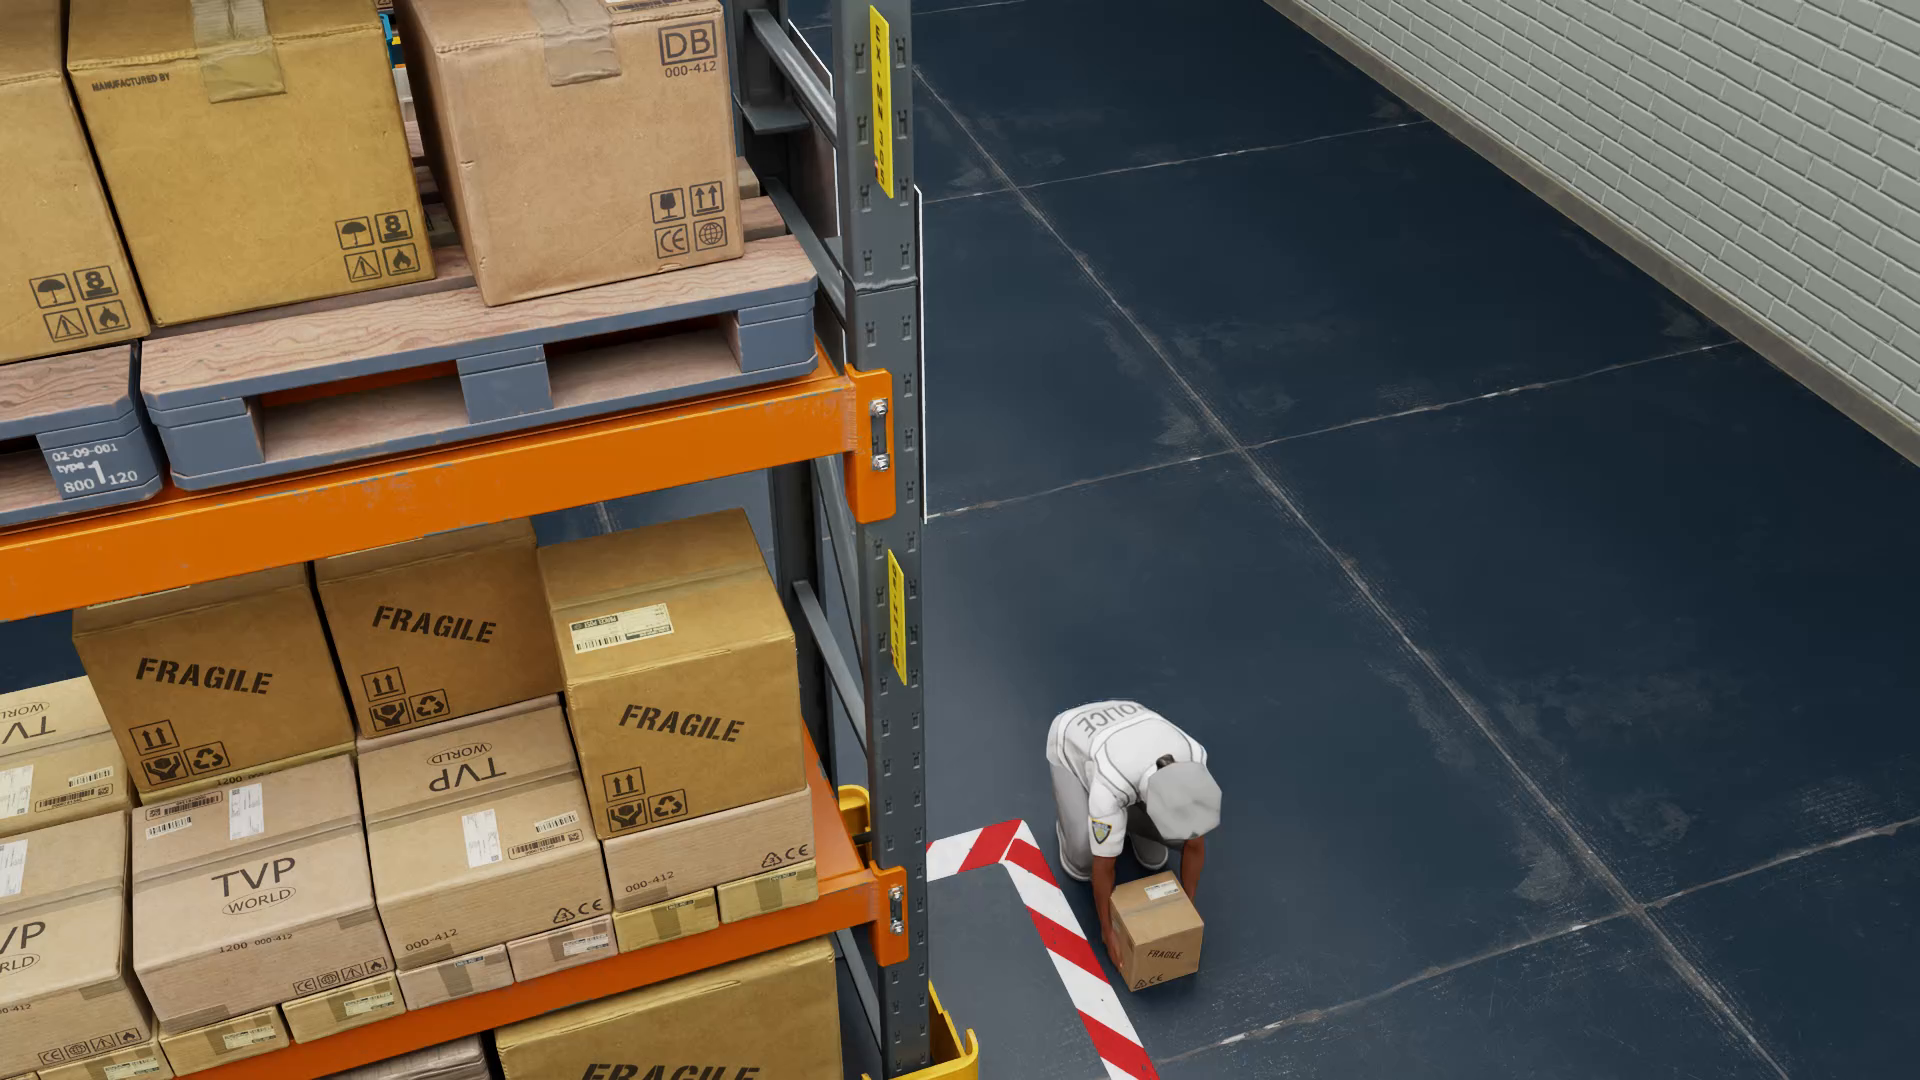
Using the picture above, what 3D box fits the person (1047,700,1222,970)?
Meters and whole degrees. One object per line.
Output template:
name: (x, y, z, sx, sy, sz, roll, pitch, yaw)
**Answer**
person: (0.583, 0.891, 5.696, 0.480, 0.843, 0.870, -8, 39, -10)
